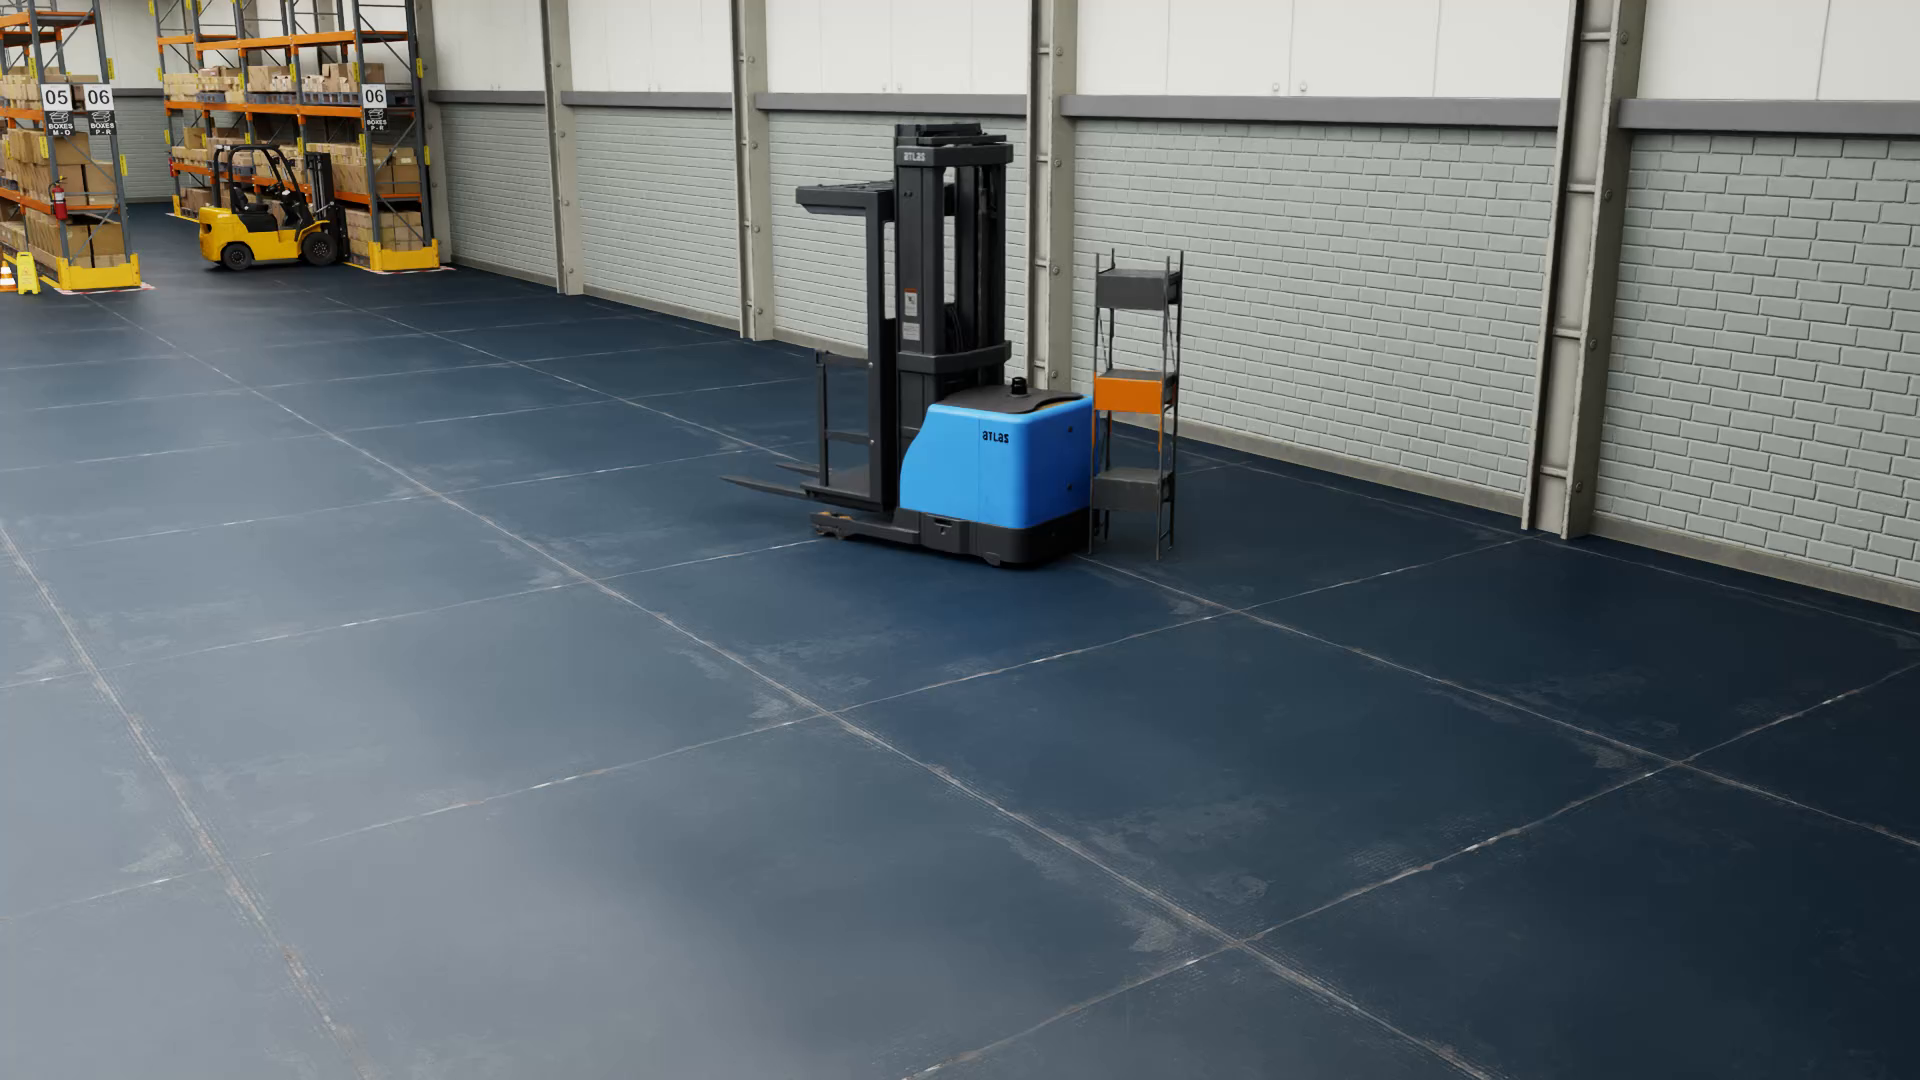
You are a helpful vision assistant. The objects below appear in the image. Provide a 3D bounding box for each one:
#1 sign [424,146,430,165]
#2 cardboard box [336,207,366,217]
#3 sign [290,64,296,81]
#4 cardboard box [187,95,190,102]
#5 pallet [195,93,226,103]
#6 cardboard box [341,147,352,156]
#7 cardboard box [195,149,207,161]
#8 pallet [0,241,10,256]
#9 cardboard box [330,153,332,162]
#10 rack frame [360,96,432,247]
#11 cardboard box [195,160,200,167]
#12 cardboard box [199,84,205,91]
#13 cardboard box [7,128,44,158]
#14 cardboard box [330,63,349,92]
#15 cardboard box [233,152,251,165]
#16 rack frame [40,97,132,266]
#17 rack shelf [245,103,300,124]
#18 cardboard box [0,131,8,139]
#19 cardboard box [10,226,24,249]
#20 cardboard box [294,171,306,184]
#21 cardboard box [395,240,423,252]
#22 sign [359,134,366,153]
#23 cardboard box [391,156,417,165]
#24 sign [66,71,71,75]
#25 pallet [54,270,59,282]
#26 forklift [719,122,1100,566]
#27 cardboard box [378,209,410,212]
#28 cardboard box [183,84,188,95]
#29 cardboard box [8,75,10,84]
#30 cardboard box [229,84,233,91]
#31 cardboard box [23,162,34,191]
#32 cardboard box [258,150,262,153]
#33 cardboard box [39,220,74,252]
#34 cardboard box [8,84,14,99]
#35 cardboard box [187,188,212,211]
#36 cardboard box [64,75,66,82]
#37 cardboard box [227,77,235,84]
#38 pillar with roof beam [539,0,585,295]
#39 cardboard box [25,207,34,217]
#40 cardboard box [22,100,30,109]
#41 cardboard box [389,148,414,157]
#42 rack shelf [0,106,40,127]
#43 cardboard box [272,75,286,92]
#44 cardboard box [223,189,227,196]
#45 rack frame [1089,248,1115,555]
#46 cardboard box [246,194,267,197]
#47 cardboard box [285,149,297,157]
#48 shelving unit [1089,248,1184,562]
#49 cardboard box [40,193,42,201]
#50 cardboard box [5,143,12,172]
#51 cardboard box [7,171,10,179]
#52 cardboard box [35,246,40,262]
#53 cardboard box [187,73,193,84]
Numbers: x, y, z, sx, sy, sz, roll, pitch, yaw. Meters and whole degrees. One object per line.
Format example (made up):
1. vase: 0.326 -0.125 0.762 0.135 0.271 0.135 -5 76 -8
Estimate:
1. sign: -9.559 -6.893 29.789 0.100 0.325 0.005 -11 19 -35
2. cardboard box: -11.436 -6.085 31.145 0.500 0.250 0.500 -11 19 -36
3. sign: -12.797 -8.968 31.904 0.100 0.325 0.005 -11 19 -35
4. cardboard box: -18.237 -10.551 39.736 0.380 0.149 0.250 -11 19 -34
5. pallet: -16.740 -10.121 38.046 1.213 0.211 1.003 -11 19 -35
6. cardboard box: -11.068 -7.103 30.366 0.380 0.149 0.250 -10 18 -33
7. cardboard box: -17.870 -9.162 39.588 0.500 0.250 0.500 -11 19 -34
8. pallet: -18.270 -5.777 32.785 1.003 0.211 1.213 -11 19 -35
9. cardboard box: -11.659 -7.181 31.213 0.380 0.149 0.250 -12 19 -36
10. rack frame: -10.011 -6.353 29.604 1.000 3.000 0.127 -11 19 -35
11. cardboard box: -18.107 -9.037 39.888 0.380 0.149 0.250 -11 19 -35
12. cardboard box: -17.089 -10.305 37.854 0.380 0.149 0.250 -11 19 -34
13. cardboard box: -16.293 -6.982 29.256 0.700 0.500 0.500 -11 19 -35
14. cardboard box: -10.990 -8.389 30.189 0.700 0.500 0.500 -11 19 -34
15. cardboard box: -15.597 -8.366 36.449 0.500 0.250 0.500 -12 19 -37
16. rack frame: -14.024 -5.581 26.786 1.000 3.000 0.127 -11 19 -35
17. rack shelf: -13.539 -8.734 33.984 1.077 0.370 4.000 -11 19 -35
18. cardboard box: -19.244 -7.890 33.137 0.500 0.500 0.500 -11 19 -36
19. cardboard box: -17.522 -5.783 31.707 0.950 0.372 0.625 -10 18 -33
20. cardboard box: -12.871 -7.201 32.989 0.500 0.250 0.500 -10 18 -33
21. cardboard box: -10.142 -5.364 30.406 0.500 0.250 0.500 -11 19 -34
22. sign: -10.459 -6.944 29.123 0.100 0.325 0.005 -11 19 -35
23. cardboard box: -10.001 -6.826 29.917 0.380 0.149 0.250 -11 19 -36
24. sign: -15.942 -8.217 29.756 0.100 0.325 0.005 -11 19 -35
25. pallet: -14.518 -4.431 27.867 1.003 0.211 1.213 -11 19 -35
26. forklift: -0.483 -1.525 12.097 3.031 2.935 1.130 11 19 35
27. cardboard box: -10.438 -5.949 30.650 0.500 0.250 0.500 -11 19 -34
28. cardboard box: -18.159 -10.718 39.591 0.500 0.250 0.500 -10 18 -33
29. cardboard box: -16.131 -7.919 28.610 0.380 0.149 0.250 -12 19 -36
30. cardboard box: -15.854 -9.945 36.575 0.380 0.149 0.250 -10 18 -33
31. cardboard box: -15.744 -6.277 28.575 0.500 0.500 0.500 -11 19 -35
32. cardboard box: -14.608 -8.251 35.123 0.380 0.149 0.250 -10 18 -33
33. cardboard box: -15.307 -5.170 28.275 0.500 0.500 0.500 -11 19 -36
34. cardboard box: -16.028 -7.708 28.596 0.500 0.250 0.500 -11 19 -35
35. cardboard box: -18.665 -8.432 41.142 0.700 0.500 0.500 -10 18 -32
36. cardboard box: -14.637 -7.617 27.505 0.380 0.149 0.250 -11 19 -35
37. cardboard box: -15.769 -10.022 36.295 0.380 0.149 0.250 -11 19 -36
38. pillar with roof beam: -9.646 -7.585 22.744 9.100 9.000 0.400 -11 19 -35
39. cardboard box: -16.223 -5.782 29.285 0.380 0.149 0.250 -11 19 -34
40. cardboard box: -15.399 -7.261 27.716 0.380 0.149 0.250 -11 19 -35
41. cardboard box: -10.036 -6.962 29.849 0.380 0.149 0.250 -11 19 -36
42. rack shelf: -17.552 -7.962 31.166 1.077 0.370 4.000 -11 19 -35
43. cardboard box: -13.437 -9.142 33.297 0.500 0.311 0.500 -12 19 -36
44. cardboard box: -16.846 -8.060 38.552 0.380 0.149 0.250 -11 19 -36
45. rack frame: 0.989 -0.958 11.595 0.015 2.100 0.400 6 17 21
46. cardboard box: -15.515 -7.553 36.702 0.380 0.149 0.250 -12 19 -36
47. cardboard box: -13.273 -7.755 33.308 0.380 0.149 0.250 -12 19 -36
48. shelving unit: 1.215 -0.934 11.508 0.503 2.100 0.431 6 17 21
49. cardboard box: -15.226 -5.769 27.948 0.380 0.149 0.250 -11 19 -35
50. cardboard box: -17.126 -6.998 30.415 0.500 0.500 0.500 -11 19 -34
51. cardboard box: -17.376 -6.746 30.723 0.380 0.149 0.250 -11 19 -34
52. cardboard box: -15.925 -5.032 29.191 0.500 0.250 0.500 -10 18 -31
53. cardboard box: -17.864 -10.851 39.133 0.500 0.250 0.500 -11 19 -35
